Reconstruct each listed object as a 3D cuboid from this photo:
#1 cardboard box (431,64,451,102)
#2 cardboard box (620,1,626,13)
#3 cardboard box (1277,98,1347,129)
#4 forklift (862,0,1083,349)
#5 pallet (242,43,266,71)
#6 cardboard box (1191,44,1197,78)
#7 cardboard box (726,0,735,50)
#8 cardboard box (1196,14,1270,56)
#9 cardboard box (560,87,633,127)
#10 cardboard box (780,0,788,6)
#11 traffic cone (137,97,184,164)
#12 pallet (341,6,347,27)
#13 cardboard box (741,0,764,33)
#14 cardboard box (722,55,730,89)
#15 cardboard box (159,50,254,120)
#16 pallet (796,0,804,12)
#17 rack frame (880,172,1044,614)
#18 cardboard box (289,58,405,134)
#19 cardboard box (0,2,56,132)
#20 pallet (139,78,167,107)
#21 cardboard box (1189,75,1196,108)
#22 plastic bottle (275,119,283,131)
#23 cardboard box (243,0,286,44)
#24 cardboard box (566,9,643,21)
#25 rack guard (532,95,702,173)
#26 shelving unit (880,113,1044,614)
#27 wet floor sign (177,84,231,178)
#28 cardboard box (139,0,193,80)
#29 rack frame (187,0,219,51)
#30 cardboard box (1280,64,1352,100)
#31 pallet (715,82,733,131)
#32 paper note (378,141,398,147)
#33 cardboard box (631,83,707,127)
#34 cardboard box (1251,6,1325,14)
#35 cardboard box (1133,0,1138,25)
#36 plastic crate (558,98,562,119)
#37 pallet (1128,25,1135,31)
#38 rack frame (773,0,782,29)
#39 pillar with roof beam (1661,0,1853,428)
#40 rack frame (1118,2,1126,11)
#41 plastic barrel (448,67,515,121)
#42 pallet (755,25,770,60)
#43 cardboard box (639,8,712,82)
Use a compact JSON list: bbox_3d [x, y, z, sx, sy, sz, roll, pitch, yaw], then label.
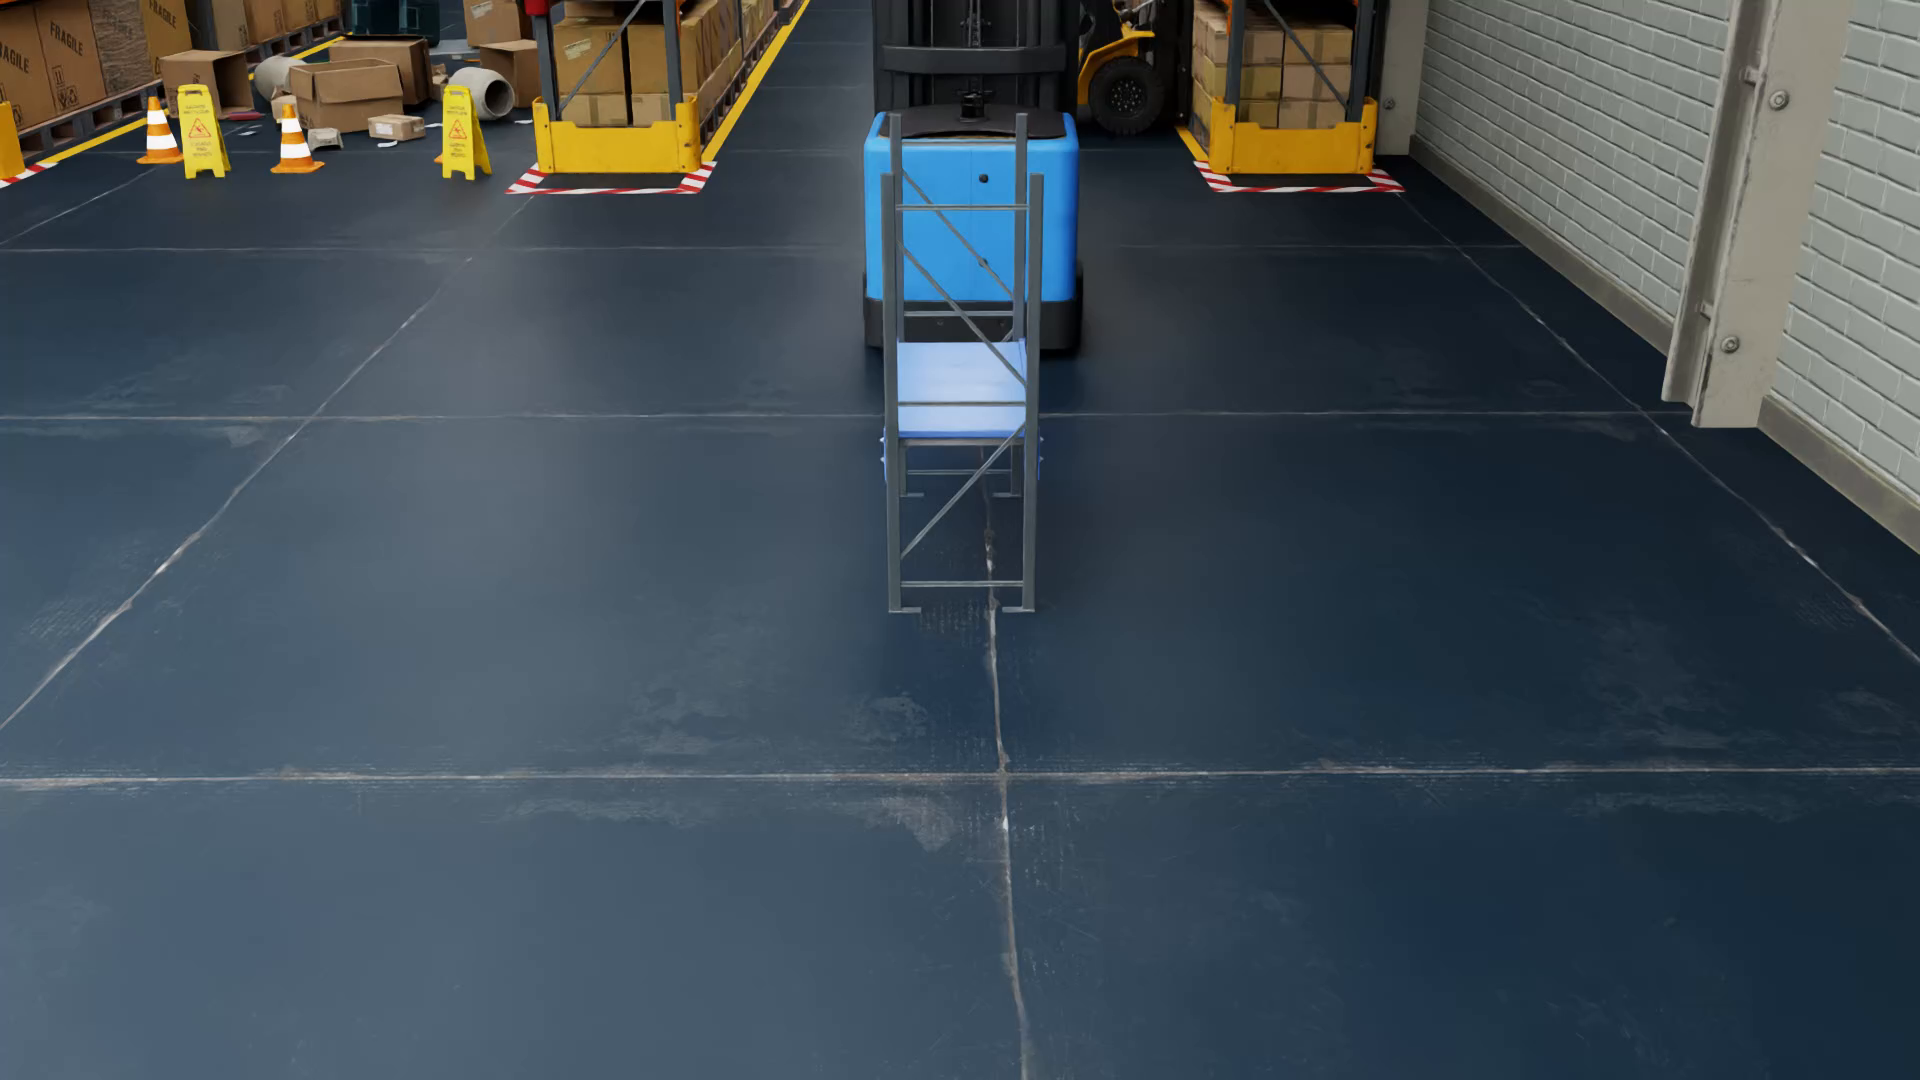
[{"bbox_3d":[-4.701,-4.161,15.129,0.258,0.266,0.396,-19,31,-36],"label":"cardboard box"},{"bbox_3d":[-2.860,-4.263,13.167,0.380,0.149,0.250,0,24,0],"label":"cardboard box"},{"bbox_3d":[2.634,-3.270,12.667,0.500,0.250,0.500,0,24,0],"label":"cardboard box"},{"bbox_3d":[0.090,-2.831,8.953,1.130,2.935,3.031,1,24,1],"label":"forklift"},{"bbox_3d":[-7.596,-4.736,16.465,1.003,0.211,1.213,0,24,-1],"label":"pallet"},{"bbox_3d":[2.104,-3.913,13.482,0.500,0.250,0.500,-1,24,-2],"label":"cardboard box"},{"bbox_3d":[-2.282,-4.580,14.655,0.500,0.500,0.500,0,24,0],"label":"cardboard box"},{"bbox_3d":[2.115,-3.921,12.893,0.500,0.250,0.500,0,24,0],"label":"cardboard box"},{"bbox_3d":[-2.798,-3.384,12.920,0.500,0.250,0.500,0,24,-1],"label":"cardboard box"},{"bbox_3d":[-2.532,-6.909,19.955,0.875,0.875,0.875,0,24,-1],"label":"cardboard box"},{"bbox_3d":[-6.055,-3.110,12.564,0.336,0.463,0.334,0,24,-1],"label":"traffic cone"},{"bbox_3d":[-7.563,-6.388,20.119,1.003,0.211,1.213,0,24,-1],"label":"pallet"},{"bbox_3d":[-2.592,-5.545,17.550,0.950,0.372,0.625,1,24,1],"label":"cardboard box"},{"bbox_3d":[-2.272,-4.020,14.325,0.500,0.250,0.500,0,24,0],"label":"cardboard box"},{"bbox_3d":[-6.469,-3.916,14.298,0.500,0.500,0.500,4,25,9],"label":"cardboard box"},{"bbox_3d":[-2.551,-6.957,21.376,1.003,0.211,1.213,0,24,-1],"label":"pallet"},{"bbox_3d":[0.006,-0.439,5.400,0.500,1.500,0.032,0,24,-1],"label":"rack frame"},{"bbox_3d":[-5.071,-3.679,13.774,0.797,0.503,0.637,-19,31,-36],"label":"cardboard box"},{"bbox_3d":[-7.542,-3.543,12.512,0.875,0.875,0.875,0,24,0],"label":"cardboard box"},{"bbox_3d":[-7.582,-4.104,15.069,1.003,0.211,1.213,0,24,-1],"label":"pallet"},{"bbox_3d":[2.130,-3.670,13.551,0.500,0.250,0.500,0,24,0],"label":"cardboard box"},{"bbox_3d":[-5.627,-3.466,13.838,0.133,0.061,0.283,-9,26,-19],"label":"plastic bottle"},{"bbox_3d":[-7.616,-5.508,17.008,1.050,0.750,0.750,0,24,-1],"label":"cardboard box"},{"bbox_3d":[-2.799,-3.928,13.213,0.500,0.500,0.500,1,24,1],"label":"cardboard box"},{"bbox_3d":[-2.521,-2.997,12.269,1.175,0.500,0.348,0,24,-1],"label":"rack guard"},{"bbox_3d":[0.001,-0.648,5.863,0.538,1.500,1.048,0,24,-1],"label":"shelving unit"},{"bbox_3d":[-5.488,-2.965,12.022,0.267,0.644,0.232,-4,25,-10],"label":"wet floor sign"},{"bbox_3d":[-7.575,-4.652,14.965,0.875,0.875,0.875,0,24,0],"label":"cardboard box"},{"bbox_3d":[-7.512,-5.689,15.188,1.000,3.000,0.127,0,24,-1],"label":"rack frame"},{"bbox_3d":[2.646,-3.489,12.545,0.500,0.250,0.500,0,24,0],"label":"cardboard box"},{"bbox_3d":[-2.505,-3.701,14.178,1.003,0.211,1.213,0,24,-1],"label":"pallet"},{"bbox_3d":[-4.521,-3.132,13.138,0.148,0.019,0.142,-9,26,-19],"label":"paper note"},{"bbox_3d":[-2.252,-3.376,12.902,0.500,0.250,0.500,0,24,-1],"label":"cardboard box"},{"bbox_3d":[2.624,-4.133,13.362,0.500,0.250,0.500,0,24,-1],"label":"cardboard box"},{"bbox_3d":[2.364,-6.008,18.265,0.875,0.625,0.625,1,24,1],"label":"cardboard box"},{"bbox_3d":[-3.366,-3.772,14.492,0.402,0.080,0.583,-9,26,-19],"label":"plastic crate"},{"bbox_3d":[2.336,-5.313,17.741,1.003,0.211,1.213,0,24,-1],"label":"pallet"},{"bbox_3d":[-2.607,-7.401,18.973,1.000,3.000,0.127,0,24,-1],"label":"rack frame"},{"bbox_3d":[-0.902,-4.661,5.635,9.100,9.000,0.400,0,24,-1],"label":"pillar with roof beam"},{"bbox_3d":[2.356,-7.425,19.026,1.000,3.000,0.127,0,24,-1],"label":"rack frame"},{"bbox_3d":[-4.056,-3.775,14.082,0.512,0.421,0.421,19,30,35],"label":"plastic barrel"},{"bbox_3d":[-2.590,-5.307,17.727,1.003,0.211,1.213,0,24,-1],"label":"pallet"},{"bbox_3d":[-2.263,-3.943,13.246,0.500,0.500,0.500,-1,24,-3],"label":"cardboard box"}]
